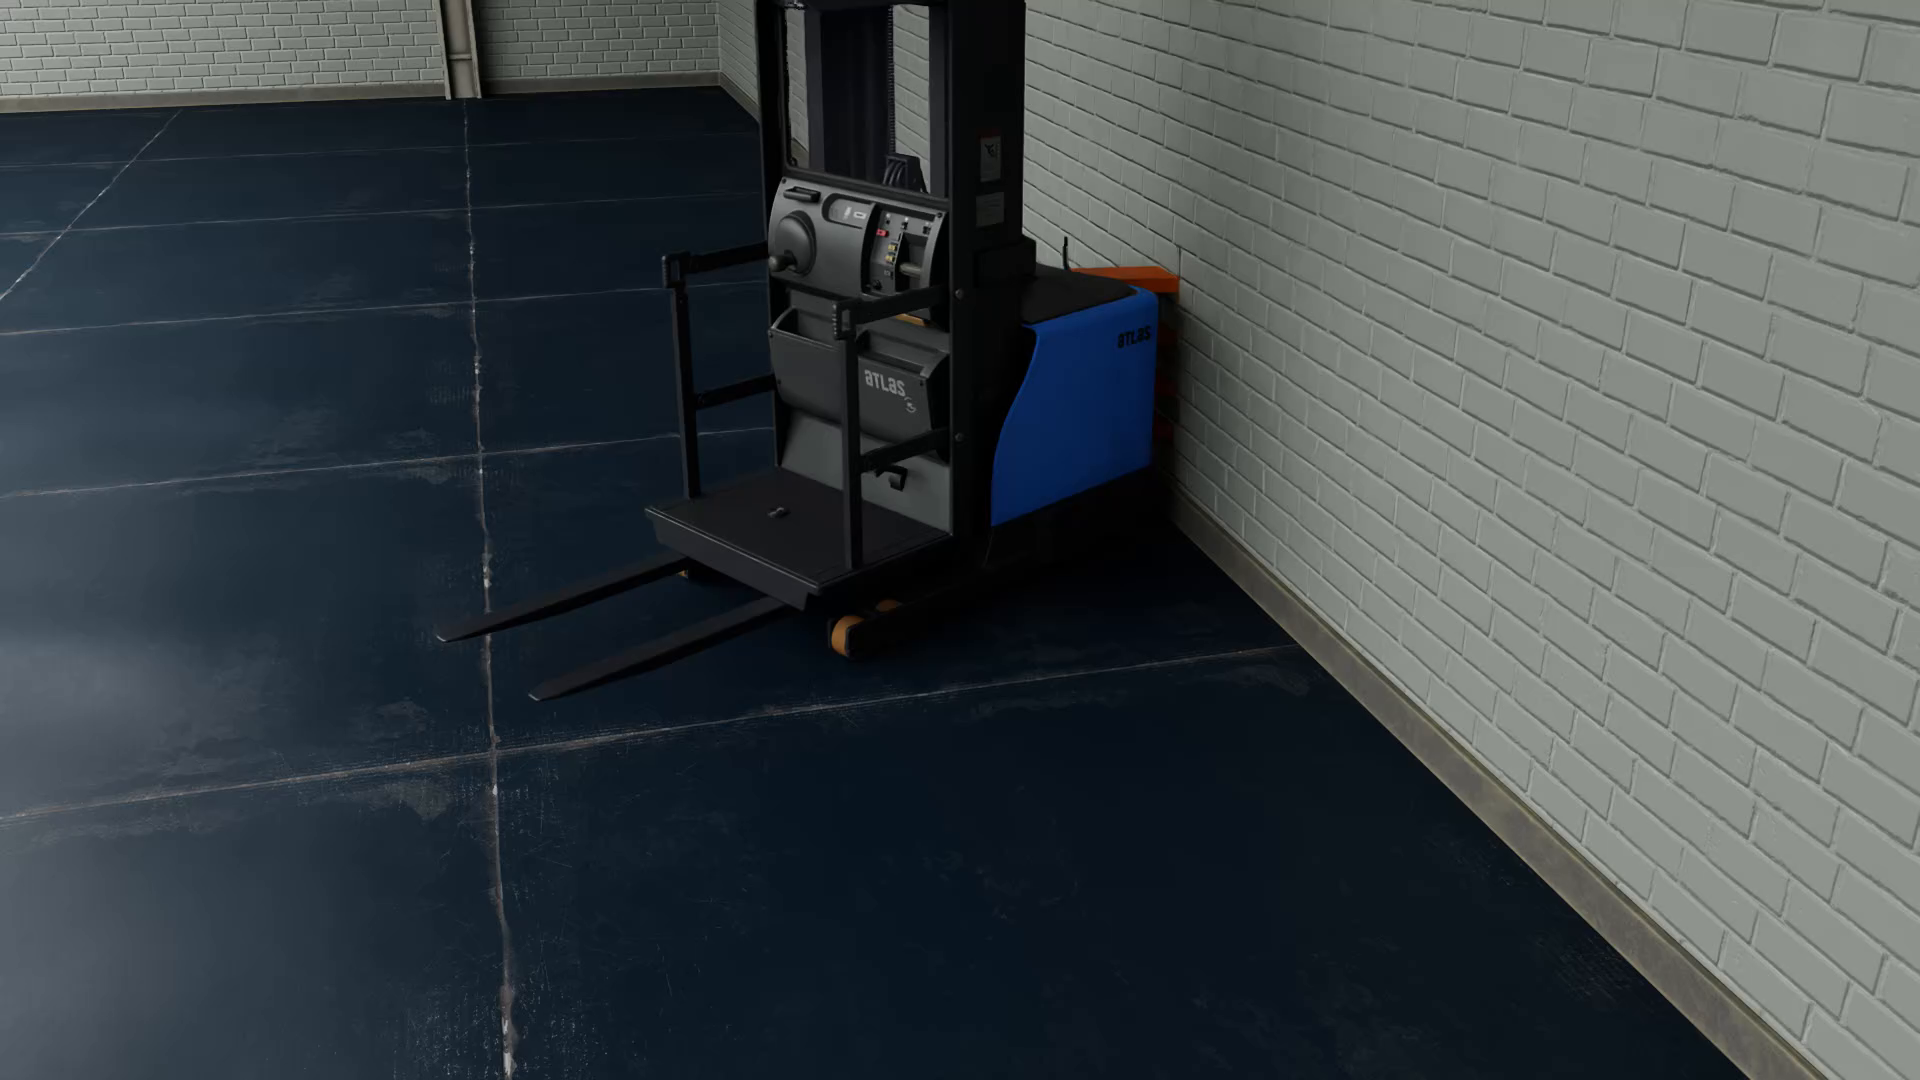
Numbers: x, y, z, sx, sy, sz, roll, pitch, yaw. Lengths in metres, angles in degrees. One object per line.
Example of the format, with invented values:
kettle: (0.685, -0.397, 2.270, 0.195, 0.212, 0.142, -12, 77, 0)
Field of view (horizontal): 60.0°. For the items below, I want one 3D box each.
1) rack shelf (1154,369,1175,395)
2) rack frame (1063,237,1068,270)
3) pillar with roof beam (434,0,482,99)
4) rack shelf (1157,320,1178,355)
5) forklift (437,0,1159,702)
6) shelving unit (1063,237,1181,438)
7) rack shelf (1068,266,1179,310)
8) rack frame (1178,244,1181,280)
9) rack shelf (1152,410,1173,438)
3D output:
rack shelf: (0.732, -0.681, 7.465, 0.480, 0.148, 0.258, -1, 22, 5)
rack frame: (0.486, -0.740, 7.461, 0.015, 1.200, 0.240, -1, 22, 5)
pillar with roof beam: (-4.544, -7.602, 13.556, 0.400, 9.000, 9.100, -6, 24, -14)
rack shelf: (0.722, -0.888, 7.382, 0.480, 0.148, 0.258, -1, 22, 5)
forklift: (-0.550, -1.129, 6.165, 3.031, 2.935, 1.130, -21, 31, -40)
shelving unit: (0.729, -0.743, 7.440, 0.503, 1.200, 0.258, -1, 22, 5)
rack shelf: (0.711, -1.108, 7.294, 0.480, 0.148, 0.258, -1, 22, 5)
rack frame: (0.972, -0.747, 7.420, 0.015, 1.200, 0.240, -1, 22, 5)
rack shelf: (0.741, -0.497, 7.539, 0.480, 0.148, 0.258, -1, 22, 5)
